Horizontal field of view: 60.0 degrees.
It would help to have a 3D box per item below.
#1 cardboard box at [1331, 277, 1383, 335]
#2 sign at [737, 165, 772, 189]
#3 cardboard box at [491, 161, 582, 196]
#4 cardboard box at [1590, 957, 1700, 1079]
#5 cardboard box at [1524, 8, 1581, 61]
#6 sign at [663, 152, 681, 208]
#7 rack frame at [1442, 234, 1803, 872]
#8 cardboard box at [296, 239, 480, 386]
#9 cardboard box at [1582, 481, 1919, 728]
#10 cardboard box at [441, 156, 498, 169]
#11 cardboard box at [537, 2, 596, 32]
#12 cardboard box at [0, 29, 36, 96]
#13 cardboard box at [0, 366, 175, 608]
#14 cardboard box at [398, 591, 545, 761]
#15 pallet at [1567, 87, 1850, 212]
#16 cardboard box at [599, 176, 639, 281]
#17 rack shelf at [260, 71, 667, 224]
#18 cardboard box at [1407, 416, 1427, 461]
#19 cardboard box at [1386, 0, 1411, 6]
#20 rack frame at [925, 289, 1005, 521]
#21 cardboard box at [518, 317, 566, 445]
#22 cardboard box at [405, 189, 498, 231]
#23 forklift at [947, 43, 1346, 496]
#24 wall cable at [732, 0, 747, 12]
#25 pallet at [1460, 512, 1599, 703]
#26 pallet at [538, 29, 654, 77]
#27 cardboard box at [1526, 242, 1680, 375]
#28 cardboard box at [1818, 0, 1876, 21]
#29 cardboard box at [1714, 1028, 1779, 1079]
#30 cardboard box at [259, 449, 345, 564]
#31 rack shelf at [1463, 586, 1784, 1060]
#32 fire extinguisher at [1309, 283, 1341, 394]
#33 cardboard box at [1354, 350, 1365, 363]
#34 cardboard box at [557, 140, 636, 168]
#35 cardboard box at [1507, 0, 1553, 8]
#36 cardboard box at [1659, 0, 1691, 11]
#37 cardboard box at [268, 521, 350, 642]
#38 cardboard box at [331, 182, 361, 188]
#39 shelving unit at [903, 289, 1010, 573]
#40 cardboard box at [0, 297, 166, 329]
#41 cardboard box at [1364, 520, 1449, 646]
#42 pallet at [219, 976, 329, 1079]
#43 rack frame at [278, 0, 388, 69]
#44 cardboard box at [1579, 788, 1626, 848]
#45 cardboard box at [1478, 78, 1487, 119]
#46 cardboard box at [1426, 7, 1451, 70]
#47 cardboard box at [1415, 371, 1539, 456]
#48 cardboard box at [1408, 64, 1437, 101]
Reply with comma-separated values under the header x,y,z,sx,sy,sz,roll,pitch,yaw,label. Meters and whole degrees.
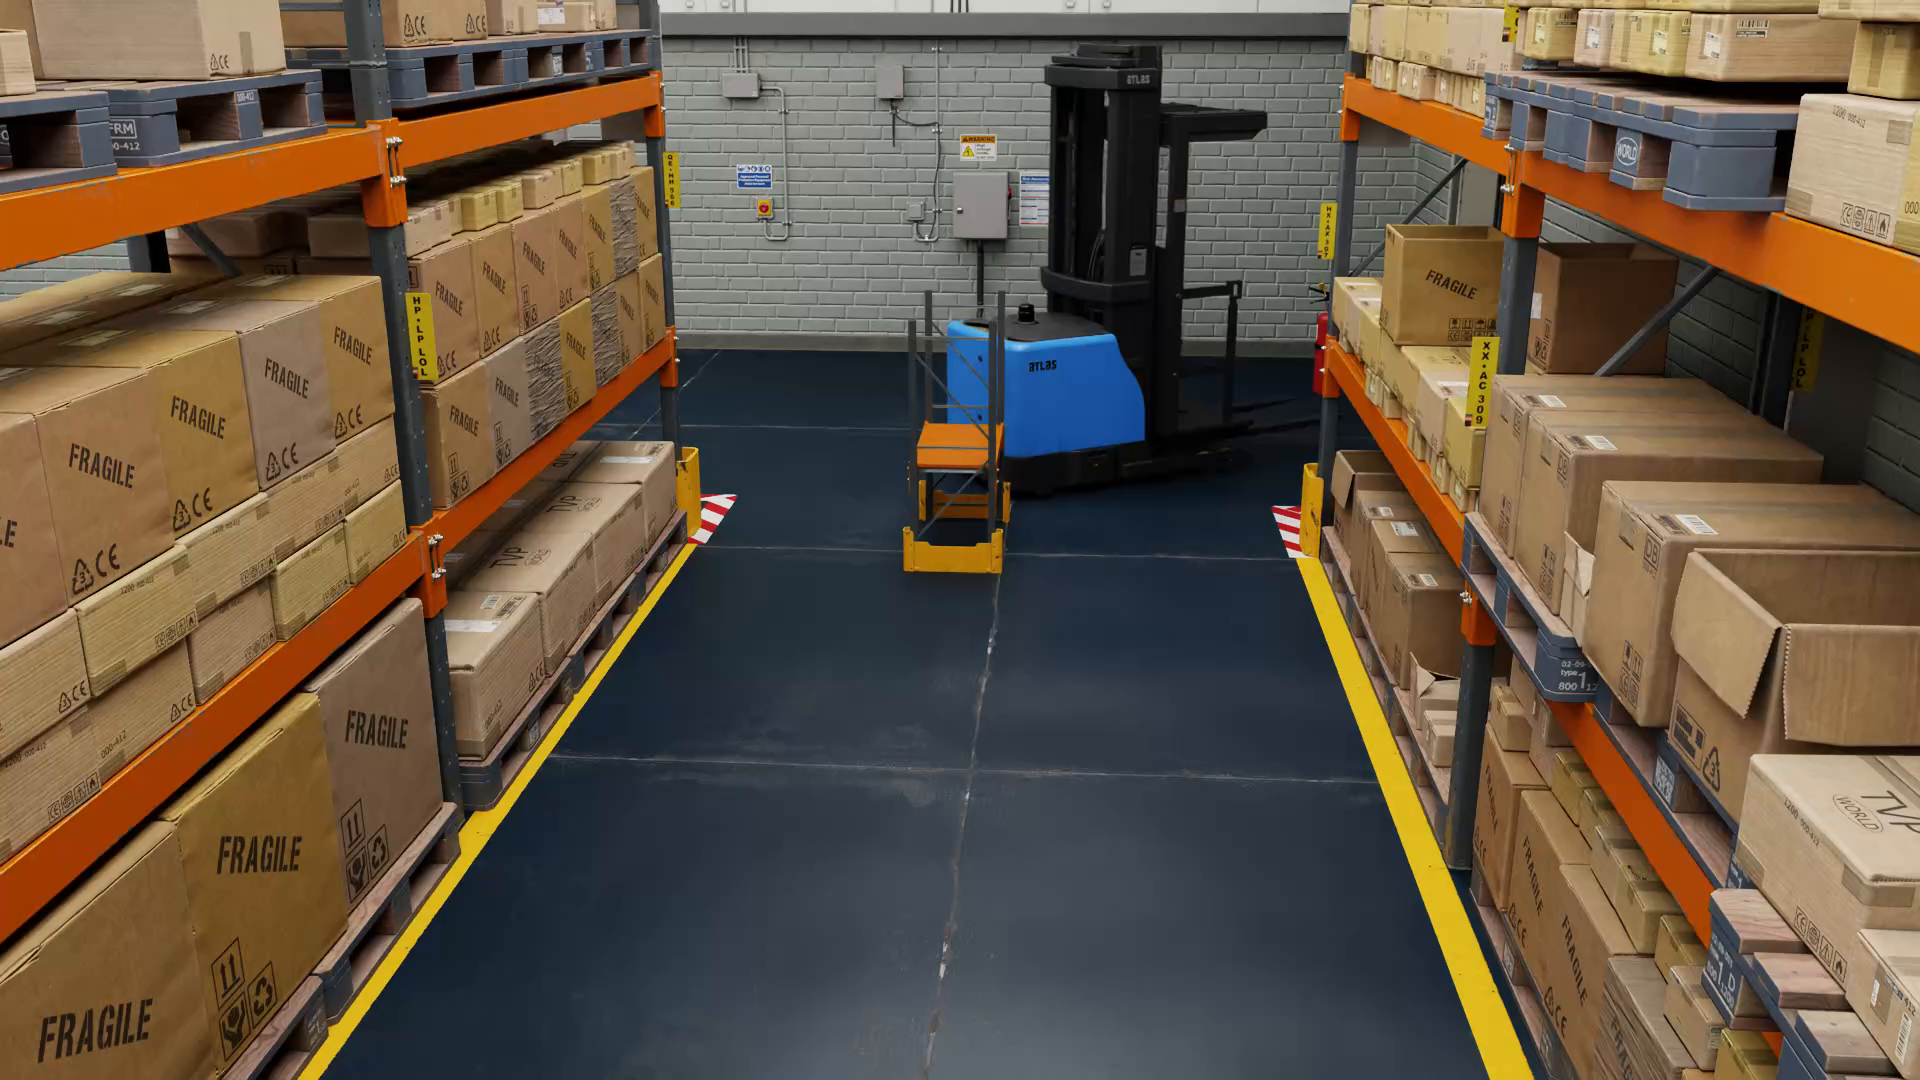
x,y,z,sx,sy,sz,roll,pitch,yaw,label
2.393,-1.319,9.395,0.500,0.250,0.500,1,18,4,cardboard box
-1.920,-3.394,15.529,0.327,0.218,0.001,1,18,4,sign
-2.120,-1.811,8.325,0.380,0.149,0.250,2,18,5,cardboard box
2.036,1.473,4.449,0.500,0.500,0.500,1,18,2,cardboard box
1.936,-1.531,5.030,0.380,0.149,0.250,1,18,5,cardboard box
-1.717,-2.140,9.897,0.100,0.325,0.005,1,18,4,sign
2.407,-0.142,6.038,1.000,3.000,0.127,1,18,4,rack frame
-2.268,-0.916,6.636,0.500,0.500,0.500,1,18,4,cardboard box
2.056,0.161,4.279,0.700,0.500,0.500,1,18,4,cardboard box
-2.607,-1.894,8.579,0.380,0.149,0.250,1,18,4,cardboard box
-2.150,-2.773,8.820,0.380,0.149,0.250,0,18,0,cardboard box
-2.530,-1.175,4.074,0.380,0.166,0.250,3,18,9,cardboard box
-2.433,-0.151,4.299,0.500,0.500,0.500,2,18,5,cardboard box
-2.392,0.574,7.294,0.875,0.438,0.875,1,18,3,cardboard box
2.219,-0.955,4.004,1.213,0.211,1.003,1,18,4,pallet
-2.062,-1.698,9.022,0.500,0.500,0.500,1,18,4,cardboard box
-2.401,-1.956,7.913,1.077,0.370,4.000,1,18,4,rack shelf
2.206,-0.450,7.384,0.380,0.149,0.250,1,18,3,cardboard box
2.334,-2.671,7.900,0.500,0.250,0.500,1,18,3,cardboard box
0.030,-0.844,10.590,0.500,1.500,0.032,1,18,4,rack frame
-2.167,-0.749,7.732,0.500,0.500,0.500,1,18,4,cardboard box
-2.205,-1.411,7.103,0.380,0.149,0.250,1,18,4,cardboard box
1.439,-1.998,11.813,3.031,2.935,1.130,-9,20,-27,forklift
-2.130,-6.117,14.641,0.463,3.000,0.029,1,18,4,wall cable
2.241,0.195,5.318,1.003,0.211,1.213,1,18,4,pallet
-2.300,-2.646,9.007,1.003,0.211,1.213,1,18,4,pallet
2.779,-1.025,7.292,0.500,0.500,0.500,1,18,2,cardboard box
1.943,-1.101,3.270,0.380,0.149,0.250,1,18,4,cardboard box
2.036,1.297,3.946,0.380,0.149,0.250,1,18,3,cardboard box
-2.361,-0.120,5.410,0.500,0.250,0.500,2,18,5,cardboard box
2.264,0.821,4.254,1.077,0.370,4.000,1,18,4,rack shelf
2.244,-1.226,10.070,0.296,0.674,0.183,1,18,4,fire extinguisher
2.425,-1.089,9.331,0.380,0.149,0.250,2,18,5,cardboard box
-2.083,-2.209,9.538,0.380,0.149,0.250,2,18,5,cardboard box
1.948,-1.753,5.230,0.380,0.149,0.250,2,18,6,cardboard box
1.925,-1.351,4.004,0.380,0.149,0.250,1,18,4,cardboard box
-2.362,0.123,5.471,0.500,0.250,0.500,1,18,3,cardboard box
-2.702,-1.499,7.373,0.380,0.149,0.250,1,18,3,cardboard box
-0.005,-0.689,10.117,0.587,1.500,1.083,1,18,4,shelving unit
-2.871,-0.485,5.320,0.500,0.500,0.500,1,18,4,cardboard box
2.318,0.219,8.278,0.500,0.500,0.500,2,18,5,cardboard box
-2.609,1.695,4.911,1.003,0.211,1.213,1,18,4,pallet
-2.544,-3.102,5.439,1.000,3.000,0.127,1,18,4,rack frame
2.160,0.897,5.166,0.380,0.149,0.250,1,18,3,cardboard box
2.159,-1.642,6.203,0.380,0.149,0.250,1,18,4,cardboard box
2.267,-2.113,7.001,0.500,0.250,0.500,2,18,5,cardboard box
2.222,-0.531,6.990,0.500,0.250,0.500,1,18,4,cardboard box
2.219,-2.045,7.432,0.380,0.149,0.250,2,18,5,cardboard box
